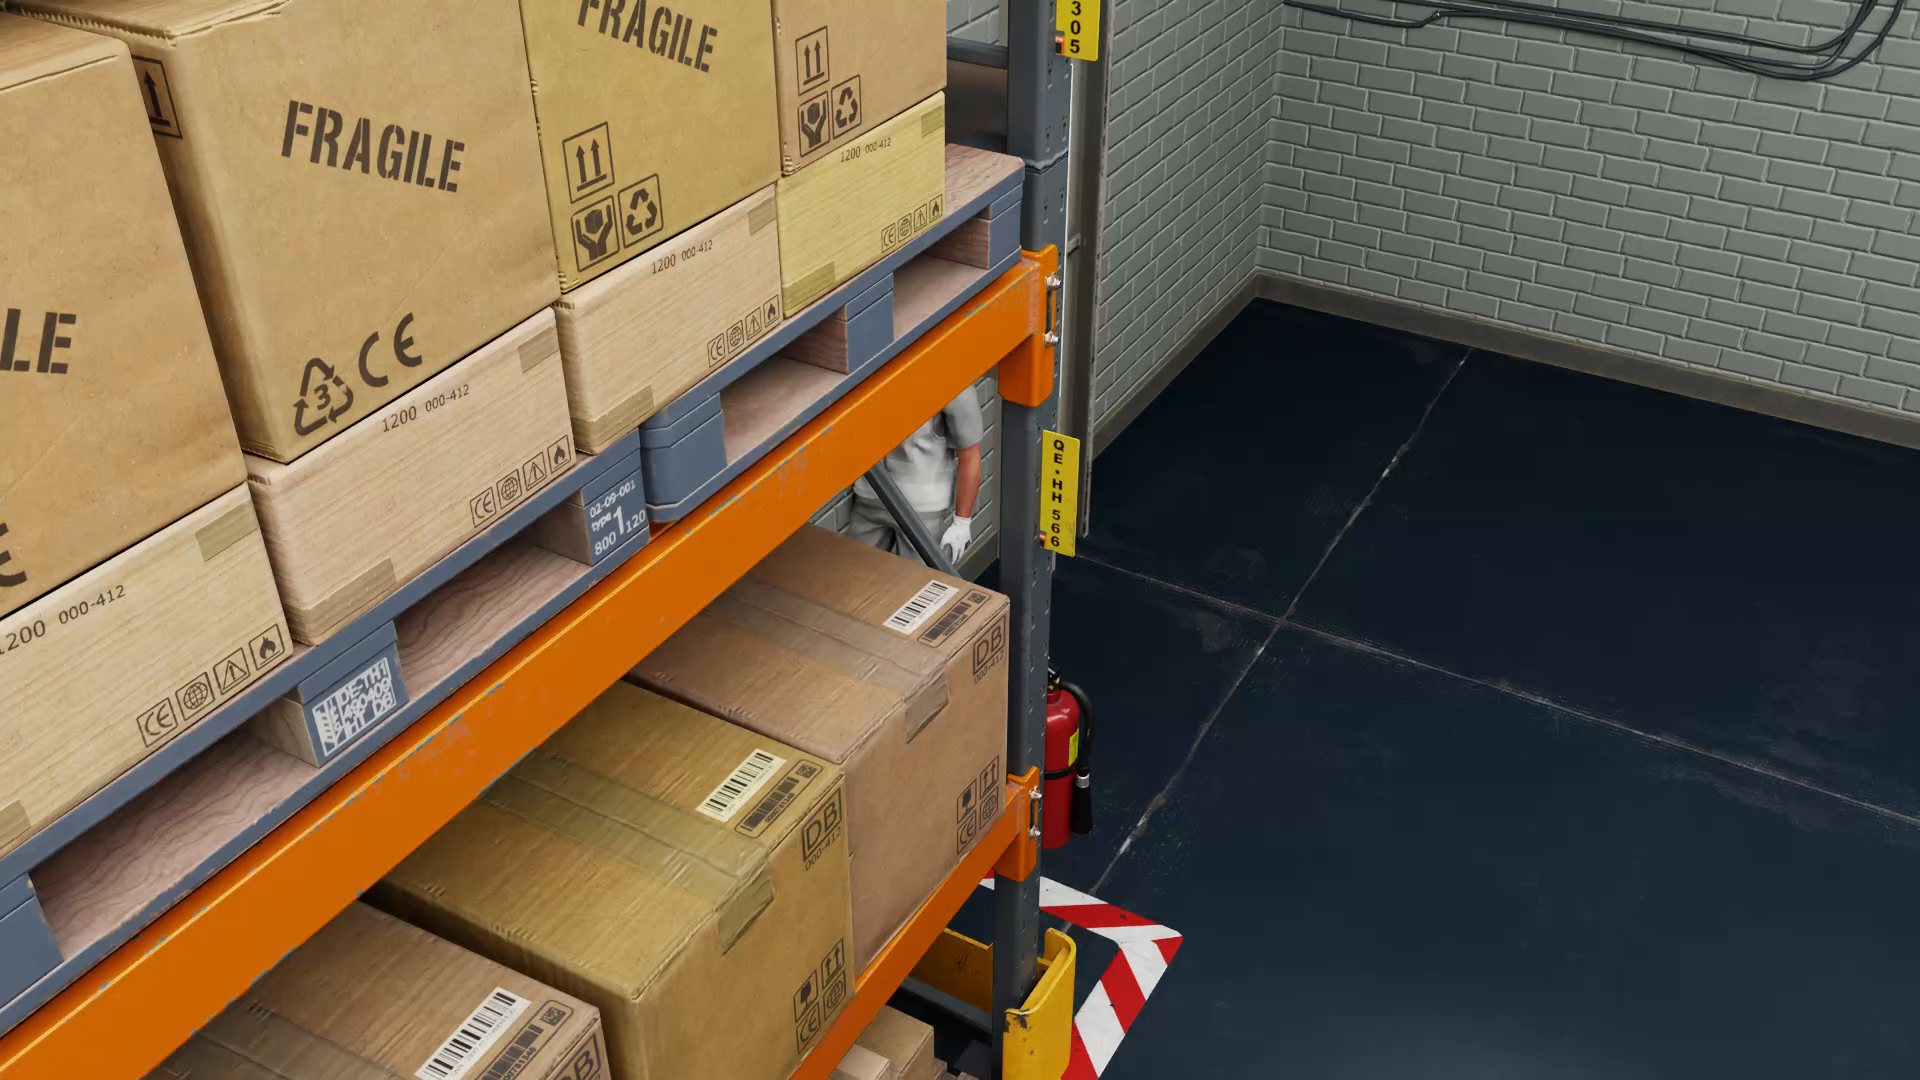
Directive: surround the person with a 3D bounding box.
[{"bbox_3d":[-0.266,-0.105,6.259,0.637,1.787,0.560,18,38,25],"label":"person"}]
